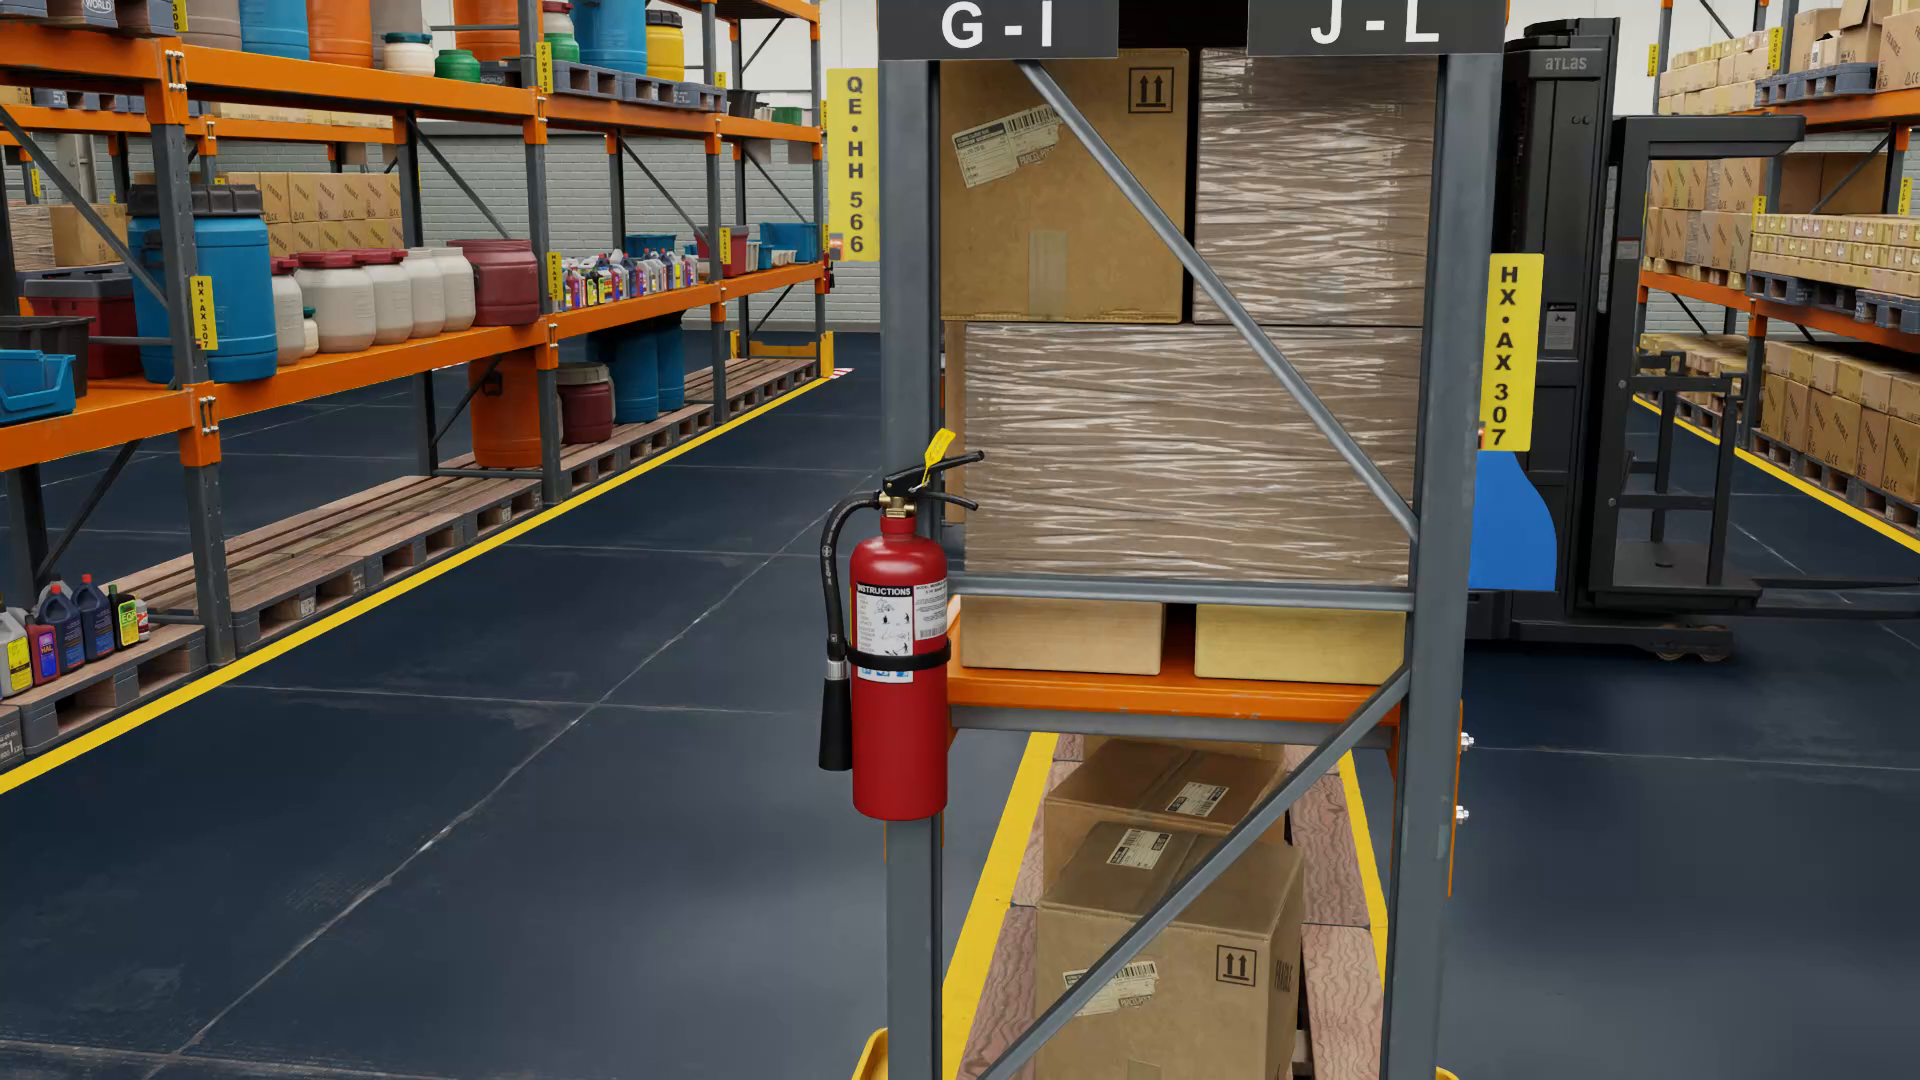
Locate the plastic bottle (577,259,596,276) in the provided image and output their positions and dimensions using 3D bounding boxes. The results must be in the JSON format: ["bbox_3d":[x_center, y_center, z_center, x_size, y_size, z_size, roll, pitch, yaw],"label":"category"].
[{"bbox_3d":[-3.122,-2.220,13.967,0.152,0.276,0.135,2,12,9],"label":"plastic bottle"}]

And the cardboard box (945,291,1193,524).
[{"bbox_3d":[0.436,-0.319,3.912,0.875,0.500,0.500,2,12,9],"label":"cardboard box"}]

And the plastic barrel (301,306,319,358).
[{"bbox_3d":[-3.557,-1.100,8.804,0.301,0.262,0.301,0,12,0],"label":"plastic barrel"}]

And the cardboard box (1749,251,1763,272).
[{"bbox_3d":[6.582,-2.235,13.344,0.380,0.149,0.250,1,12,6],"label":"cardboard box"}]

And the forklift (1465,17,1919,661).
[{"bbox_3d":[3.339,-0.980,8.083,3.031,2.935,1.130,2,12,8],"label":"forklift"}]

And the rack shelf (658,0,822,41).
[{"bbox_3d":[-2.375,-5.364,16.679,1.077,0.370,4.000,2,12,9],"label":"rack shelf"}]

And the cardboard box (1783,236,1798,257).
[{"bbox_3d":[6.466,-2.219,12.562,0.380,0.149,0.250,1,12,6],"label":"cardboard box"}]

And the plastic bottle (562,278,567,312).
[{"bbox_3d":[-2.866,-1.769,11.889,0.097,0.271,0.097,0,12,0],"label":"plastic bottle"}]

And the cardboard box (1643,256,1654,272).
[{"bbox_3d":[7.339,-2.873,17.300,0.380,0.149,0.250,2,12,8],"label":"cardboard box"}]

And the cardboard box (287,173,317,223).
[{"bbox_3d":[-7.067,-3.564,17.302,0.500,0.500,0.500,2,12,7],"label":"cardboard box"}]

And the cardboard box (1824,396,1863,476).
[{"bbox_3d":[6.474,-0.734,11.718,0.500,0.500,0.500,1,12,6],"label":"cardboard box"}]

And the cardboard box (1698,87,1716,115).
[{"bbox_3d":[7.149,-4.036,15.337,0.500,0.250,0.500,2,12,8],"label":"cardboard box"}]

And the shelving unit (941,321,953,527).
[{"bbox_3d":[0.025,-1.061,10.432,0.431,2.100,0.503,2,12,9],"label":"shelving unit"}]

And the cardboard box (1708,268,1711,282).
[{"bbox_3d":[7.110,-2.437,15.275,0.380,0.149,0.250,2,12,8],"label":"cardboard box"}]

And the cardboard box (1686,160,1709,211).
[{"bbox_3d":[7.133,-3.332,15.516,0.500,0.500,0.500,1,12,7],"label":"cardboard box"}]

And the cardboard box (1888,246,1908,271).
[{"bbox_3d":[6.148,-1.788,10.564,0.380,0.149,0.250,2,12,11],"label":"cardboard box"}]

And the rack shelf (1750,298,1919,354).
[{"bbox_3d":[6.790,-1.452,11.817,1.077,0.370,4.000,2,12,9],"label":"rack shelf"}]

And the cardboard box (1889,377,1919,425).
[{"bbox_3d":[6.328,-0.888,10.650,0.500,0.250,0.500,2,12,7],"label":"cardboard box"}]

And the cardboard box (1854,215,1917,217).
[{"bbox_3d":[7.188,-2.447,12.916,0.380,0.149,0.250,2,12,7],"label":"cardboard box"}]

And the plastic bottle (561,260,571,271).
[{"bbox_3d":[-3.308,-2.176,13.766,0.152,0.276,0.135,2,12,9],"label":"plastic bottle"}]

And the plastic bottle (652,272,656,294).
[{"bbox_3d":[-2.569,-2.138,13.767,0.097,0.201,0.097,0,12,0],"label":"plastic bottle"}]

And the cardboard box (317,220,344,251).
[{"bbox_3d":[-6.997,-3.186,17.920,0.500,0.500,0.500,2,12,8],"label":"cardboard box"}]

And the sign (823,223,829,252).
[{"bbox_3d":[-1.521,-3.460,19.041,0.100,0.325,0.005,2,12,9],"label":"sign"}]

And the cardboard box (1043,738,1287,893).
[{"bbox_3d":[0.537,0.858,4.328,0.500,0.500,0.500,5,13,23],"label":"cardboard box"}]

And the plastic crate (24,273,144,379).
[{"bbox_3d":[-4.140,-1.039,8.041,0.402,0.464,0.583,2,12,9],"label":"plastic crate"}]

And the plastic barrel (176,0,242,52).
[{"bbox_3d":[-3.948,-2.857,8.321,0.600,0.901,0.600,0,12,0],"label":"plastic barrel"}]

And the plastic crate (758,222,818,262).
[{"bbox_3d":[-1.934,-3.366,18.764,0.616,0.435,0.499,2,12,9],"label":"plastic crate"}]

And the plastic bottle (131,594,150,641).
[{"bbox_3d":[-3.660,0.342,7.385,0.097,0.201,0.097,0,12,0],"label":"plastic bottle"}]

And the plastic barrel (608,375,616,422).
[{"bbox_3d":[-3.067,-1.176,13.740,0.421,0.512,0.421,0,12,0],"label":"plastic barrel"}]

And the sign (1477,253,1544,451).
[{"bbox_3d":[0.903,-0.309,2.753,0.100,0.325,0.005,2,12,9],"label":"sign"}]

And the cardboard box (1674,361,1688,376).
[{"bbox_3d":[7.237,-1.692,16.287,0.380,0.149,0.250,1,12,6],"label":"cardboard box"}]

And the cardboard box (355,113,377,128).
[{"bbox_3d":[-6.867,-4.730,18.556,0.500,0.250,0.500,2,12,9],"label":"cardboard box"}]

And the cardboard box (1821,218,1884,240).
[{"bbox_3d":[6.346,-2.201,11.772,0.380,0.149,0.250,2,12,10],"label":"cardboard box"}]

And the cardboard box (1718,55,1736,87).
[{"bbox_3d":[7.084,-4.178,14.810,0.500,0.250,0.500,2,12,11],"label":"cardboard box"}]

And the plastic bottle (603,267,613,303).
[{"bbox_3d":[-2.724,-1.962,12.781,0.097,0.271,0.097,0,12,0],"label":"plastic bottle"}]

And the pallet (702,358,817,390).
[{"bbox_3d":[-2.232,-1.861,18.628,1.003,0.211,1.213,2,12,9],"label":"pallet"}]

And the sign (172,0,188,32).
[{"bbox_3d":[-3.371,-2.347,7.124,0.100,0.325,0.005,2,12,9],"label":"sign"}]

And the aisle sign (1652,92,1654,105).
[{"bbox_3d":[7.427,-4.348,17.379,0.394,0.787,0.004,2,12,9],"label":"aisle sign"}]

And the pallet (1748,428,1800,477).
[{"bbox_3d":[6.979,-0.695,13.215,1.003,0.211,1.213,2,12,9],"label":"pallet"}]

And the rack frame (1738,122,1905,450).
[{"bbox_3d":[7.097,-2.220,13.673,1.000,3.000,0.127,2,12,9],"label":"rack frame"}]

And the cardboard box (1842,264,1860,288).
[{"bbox_3d":[6.265,-1.800,11.326,0.380,0.149,0.250,1,12,6],"label":"cardboard box"}]

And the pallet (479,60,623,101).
[{"bbox_3d":[-3.083,-3.259,11.826,1.003,0.211,1.213,2,12,9],"label":"pallet"}]

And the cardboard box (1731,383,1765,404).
[{"bbox_3d":[6.832,-1.253,14.250,0.380,0.149,0.250,2,12,10],"label":"cardboard box"}]

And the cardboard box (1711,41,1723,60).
[{"bbox_3d":[7.067,-4.450,15.123,0.380,0.149,0.250,2,12,8],"label":"cardboard box"}]

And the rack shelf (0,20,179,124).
[{"bbox_3d":[-4.220,-1.595,5.362,1.077,0.370,4.000,2,12,9],"label":"rack shelf"}]

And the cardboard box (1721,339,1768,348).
[{"bbox_3d":[7.872,-1.928,16.678,0.380,0.149,0.250,2,12,7],"label":"cardboard box"}]

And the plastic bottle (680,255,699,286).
[{"bbox_3d":[-2.423,-2.409,14.845,0.152,0.276,0.135,2,12,9],"label":"plastic bottle"}]

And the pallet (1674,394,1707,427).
[{"bbox_3d":[7.351,-1.252,15.803,1.003,0.211,1.213,2,12,9],"label":"pallet"}]

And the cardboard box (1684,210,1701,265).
[{"bbox_3d":[7.153,-2.842,15.618,0.500,0.500,0.500,2,12,7],"label":"cardboard box"}]

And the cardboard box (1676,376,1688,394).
[{"bbox_3d":[7.108,-1.501,16.110,0.380,0.149,0.250,1,12,6],"label":"cardboard box"}]

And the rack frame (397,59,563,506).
[{"bbox_3d":[-3.297,-1.729,11.398,1.000,3.000,0.127,2,12,9],"label":"rack frame"}]

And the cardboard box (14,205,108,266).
[{"bbox_3d":[-7.787,-2.608,14.239,0.700,0.500,0.500,-1,12,-6],"label":"cardboard box"}]

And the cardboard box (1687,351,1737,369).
[{"bbox_3d":[7.023,-1.679,15.521,0.380,0.149,0.250,1,12,7],"label":"cardboard box"}]
